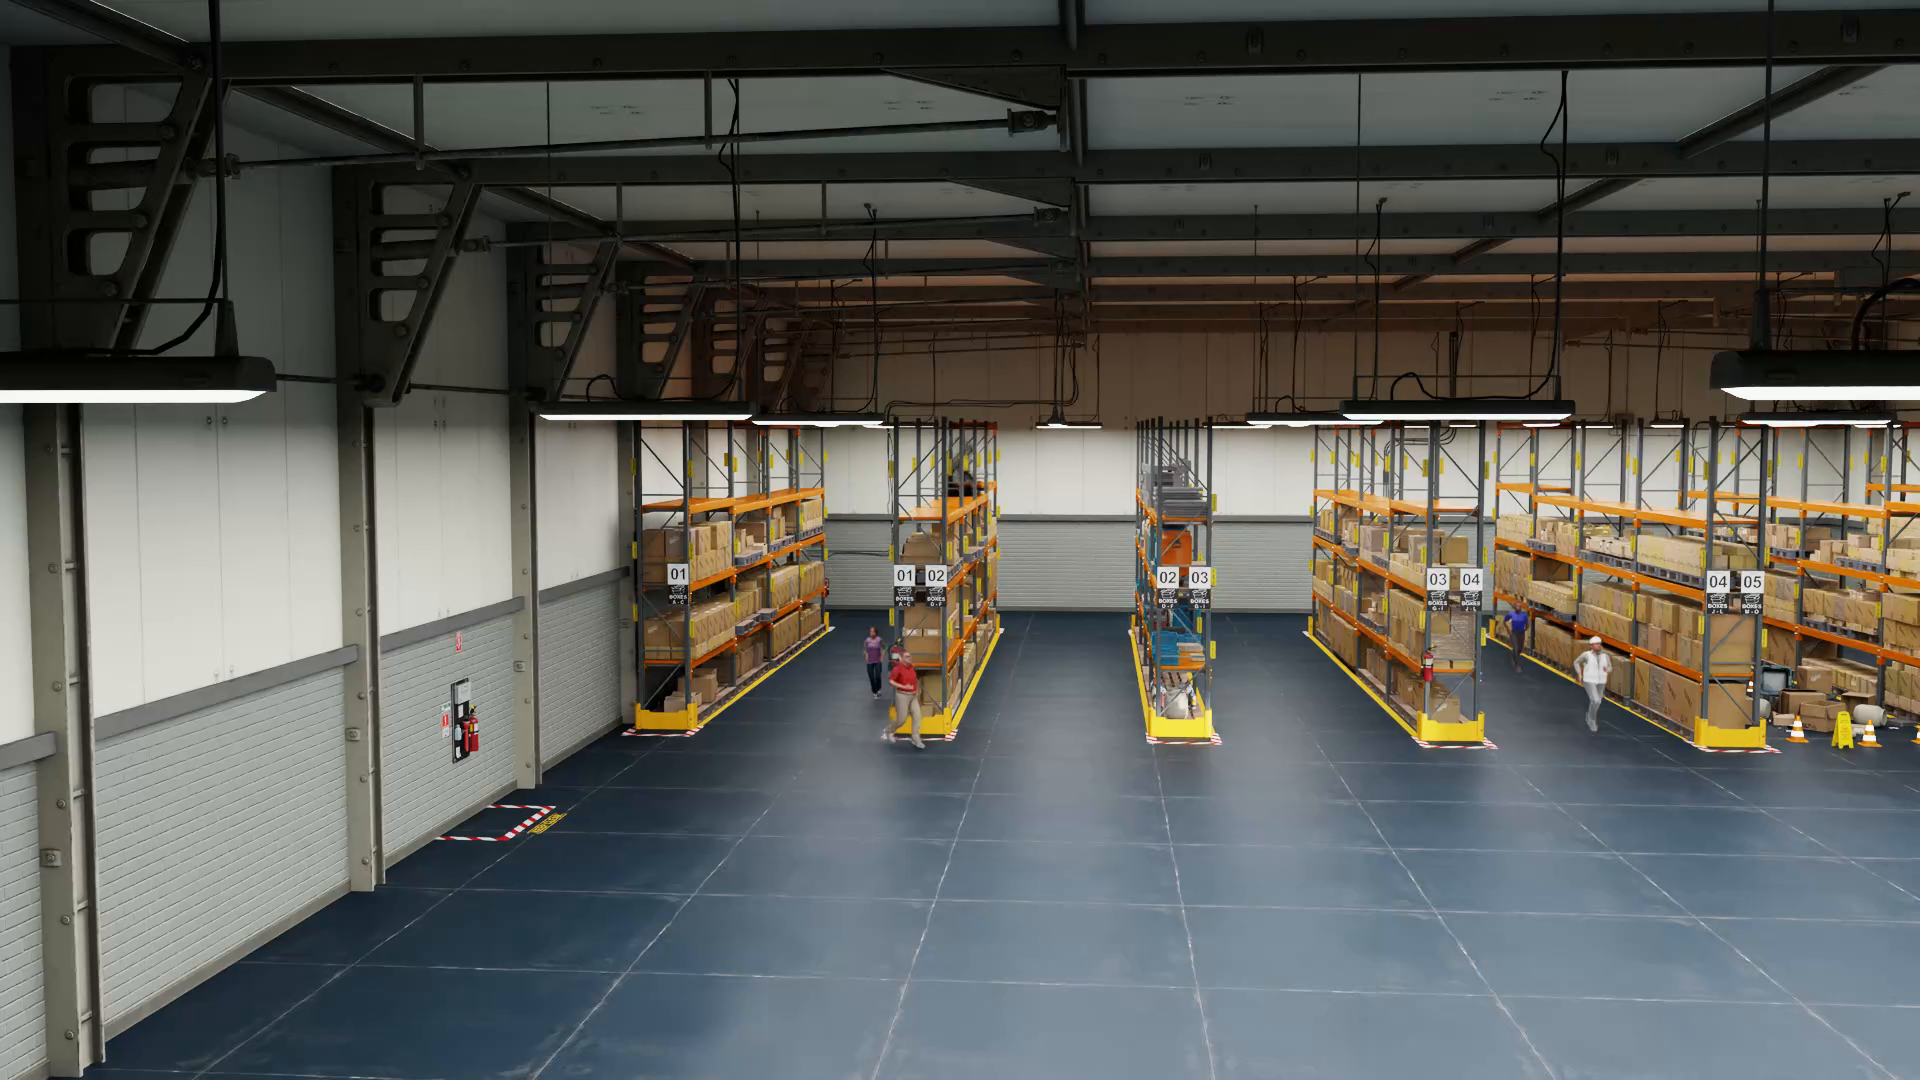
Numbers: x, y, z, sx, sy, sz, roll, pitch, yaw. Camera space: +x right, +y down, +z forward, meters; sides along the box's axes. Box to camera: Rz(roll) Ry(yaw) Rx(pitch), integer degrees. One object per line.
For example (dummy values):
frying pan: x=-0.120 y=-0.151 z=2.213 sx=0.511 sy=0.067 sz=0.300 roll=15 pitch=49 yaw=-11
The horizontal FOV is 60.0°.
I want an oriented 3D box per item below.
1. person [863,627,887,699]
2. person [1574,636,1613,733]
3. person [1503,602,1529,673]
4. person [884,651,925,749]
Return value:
person: x=-1.824 y=2.620 z=35.371 sx=0.508 sy=1.558 sz=0.586 roll=0 pitch=4 yaw=5
person: x=12.171 y=2.756 z=31.885 sx=0.629 sy=1.824 sz=0.752 roll=-1 pitch=4 yaw=-8
person: x=13.336 y=2.323 z=39.825 sx=0.580 sy=1.630 sz=0.876 roll=0 pitch=4 yaw=2
person: x=-1.004 y=2.892 z=30.189 sx=0.876 sy=1.738 sz=0.684 roll=3 pitch=5 yaw=38
